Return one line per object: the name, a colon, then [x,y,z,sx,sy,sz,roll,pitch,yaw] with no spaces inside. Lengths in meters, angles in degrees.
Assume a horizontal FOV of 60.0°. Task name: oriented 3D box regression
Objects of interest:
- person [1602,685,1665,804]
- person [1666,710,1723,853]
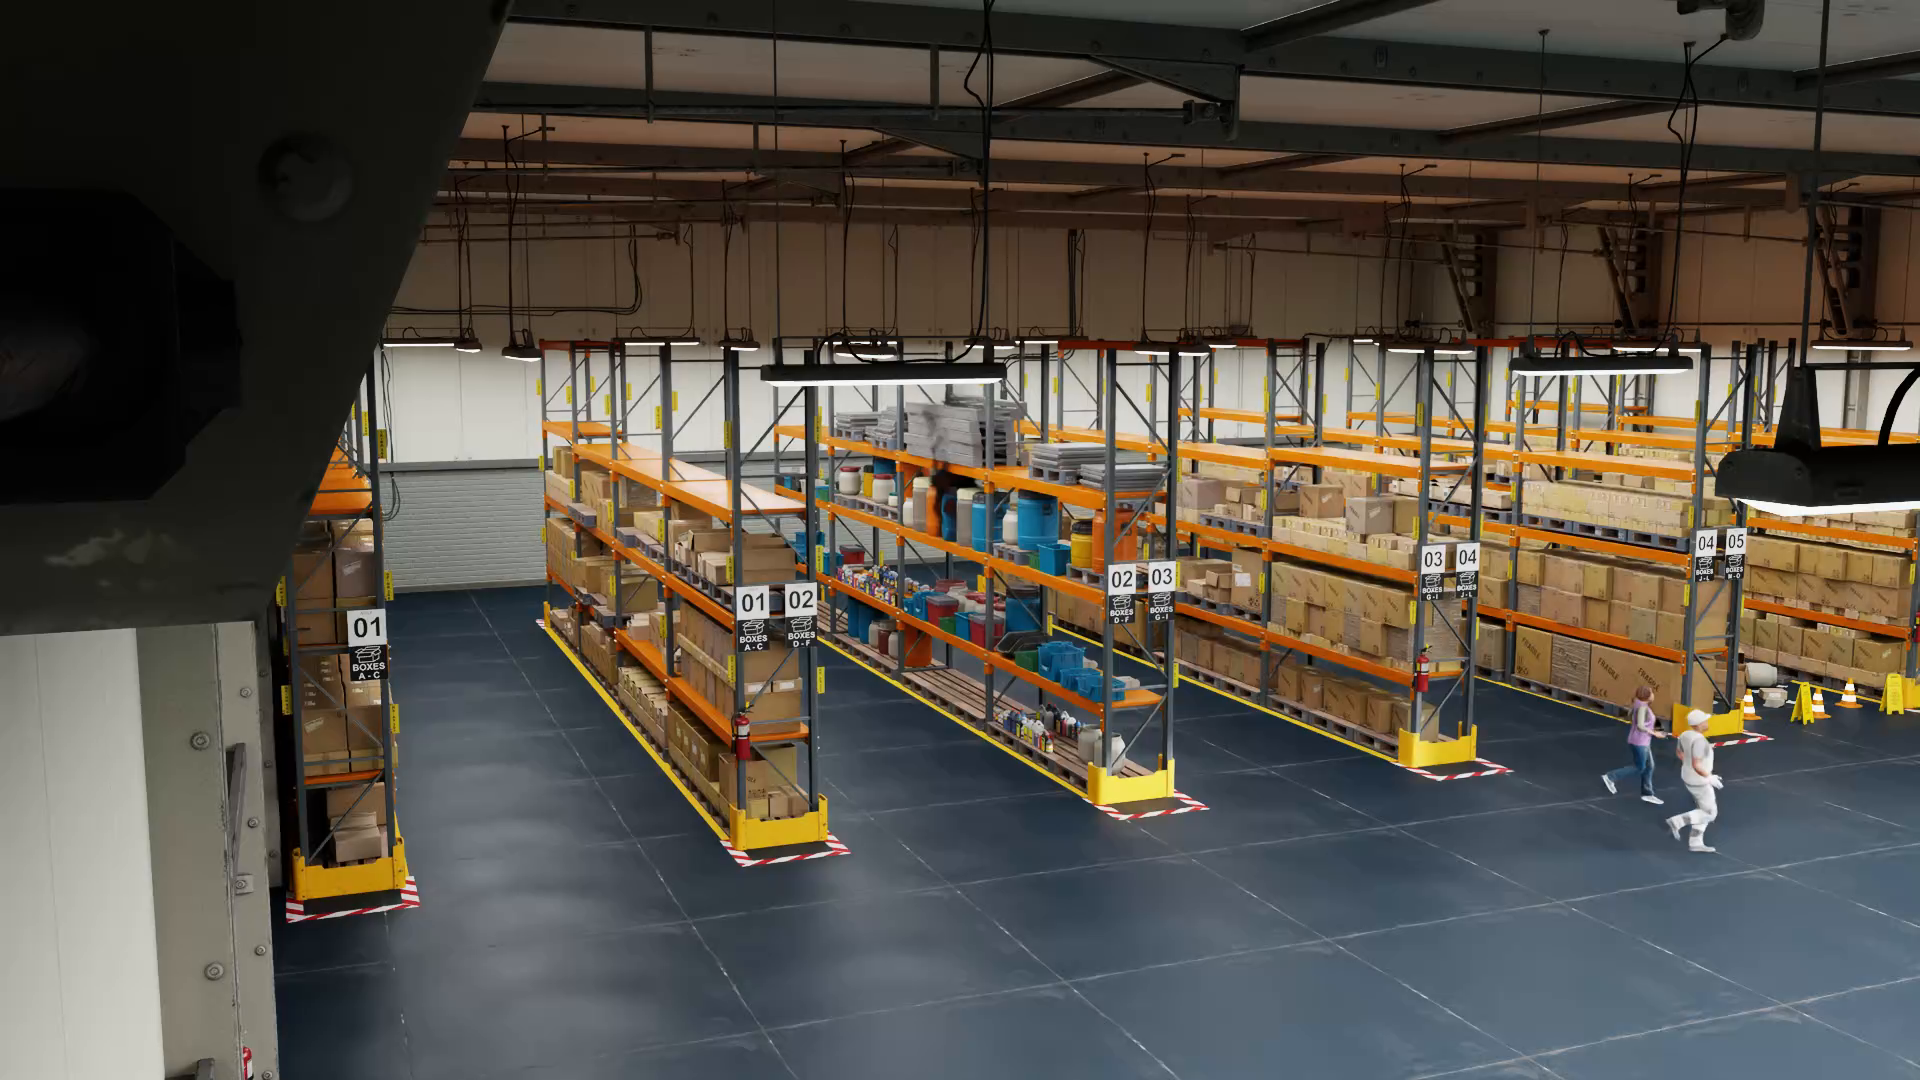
person: [8.956,2.701,22.066,0.781,1.594,0.547,2,8,18]
person: [8.778,2.888,19.943,0.620,1.740,0.655,1,7,4]
